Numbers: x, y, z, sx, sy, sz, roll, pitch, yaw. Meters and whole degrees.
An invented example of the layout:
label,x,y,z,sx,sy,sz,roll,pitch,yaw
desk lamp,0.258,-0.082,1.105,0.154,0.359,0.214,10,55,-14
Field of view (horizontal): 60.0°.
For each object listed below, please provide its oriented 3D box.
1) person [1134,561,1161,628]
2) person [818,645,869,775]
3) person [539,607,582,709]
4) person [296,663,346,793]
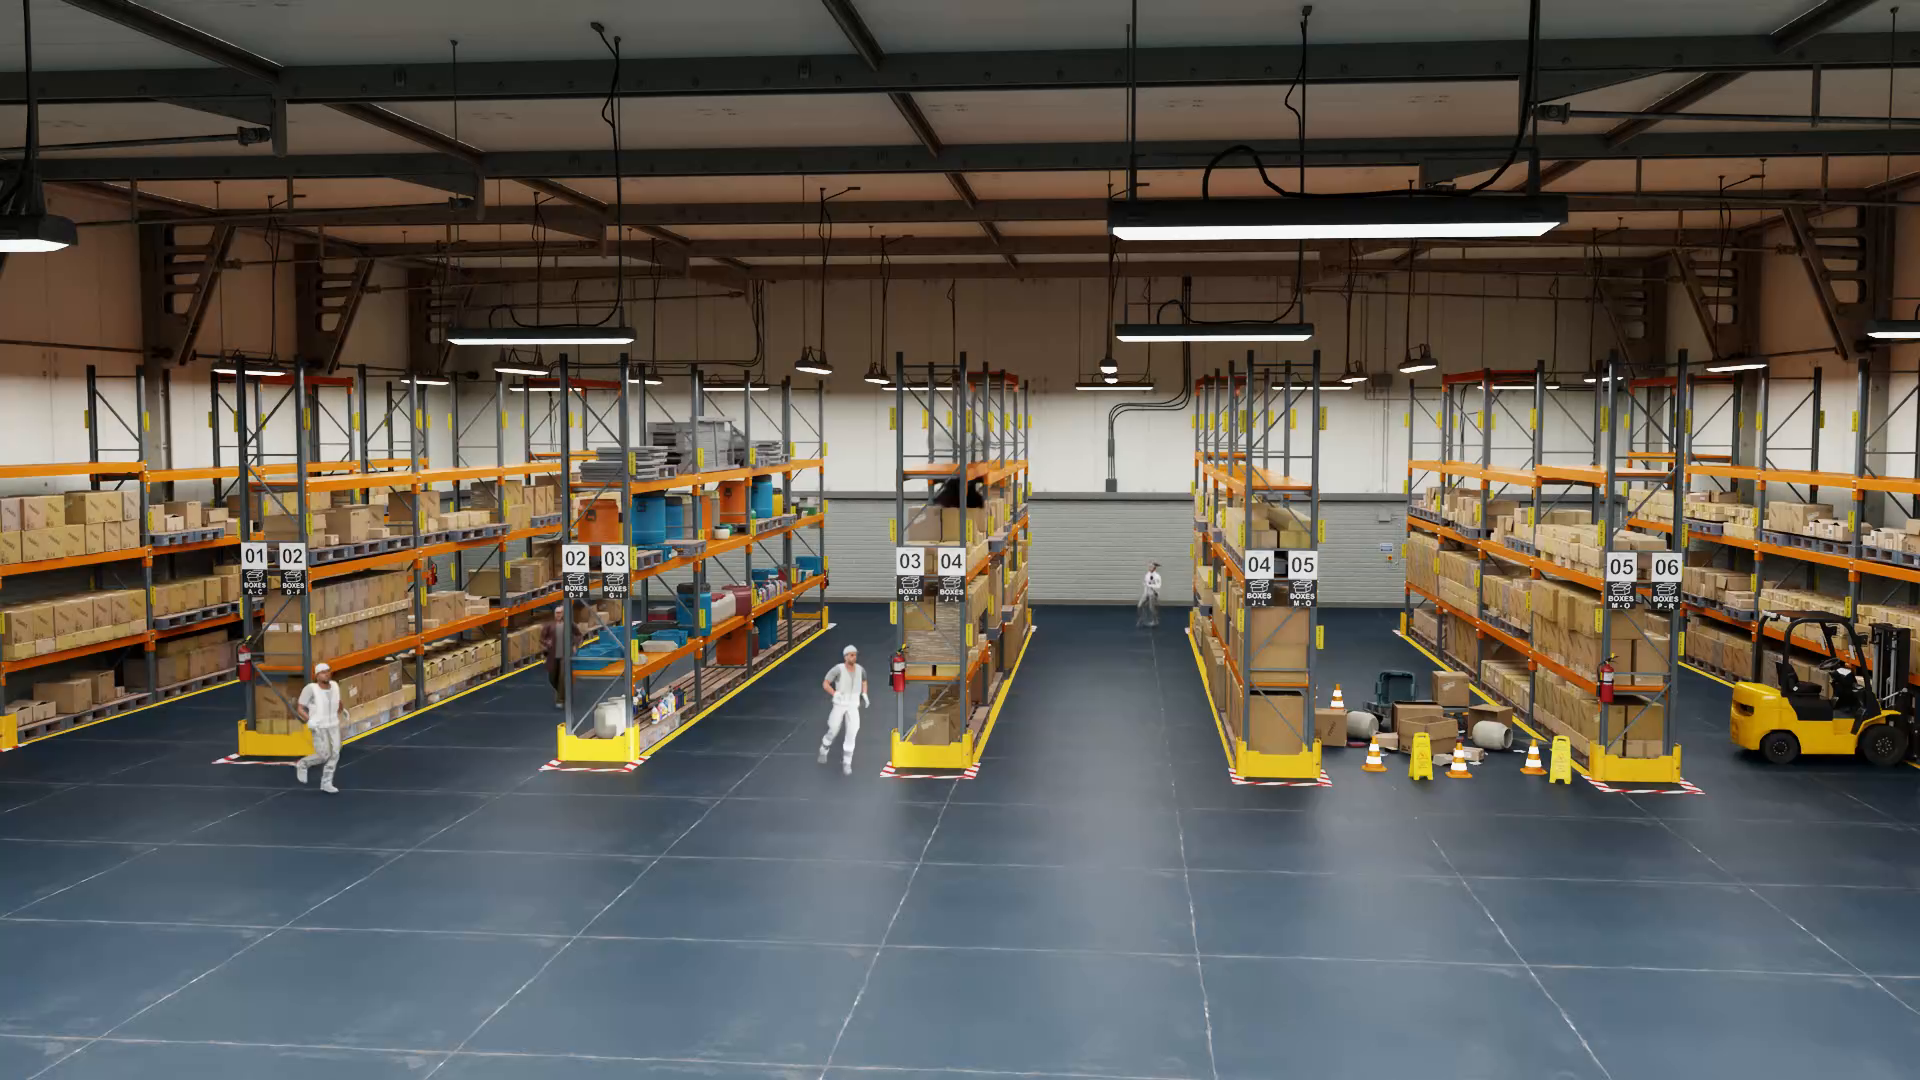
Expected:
label,x,y,z,sx,sy,sz,roll,pitch,yaw
person,4.648,1.334,40.279,0.681,1.678,0.719,-3,5,-39
person,-1.622,2.407,23.924,0.723,1.783,0.932,-2,4,-21
person,-7.022,2.053,29.220,0.721,1.739,0.958,0,4,-4
person,-8.666,2.533,22.593,0.650,1.755,0.677,3,5,32
